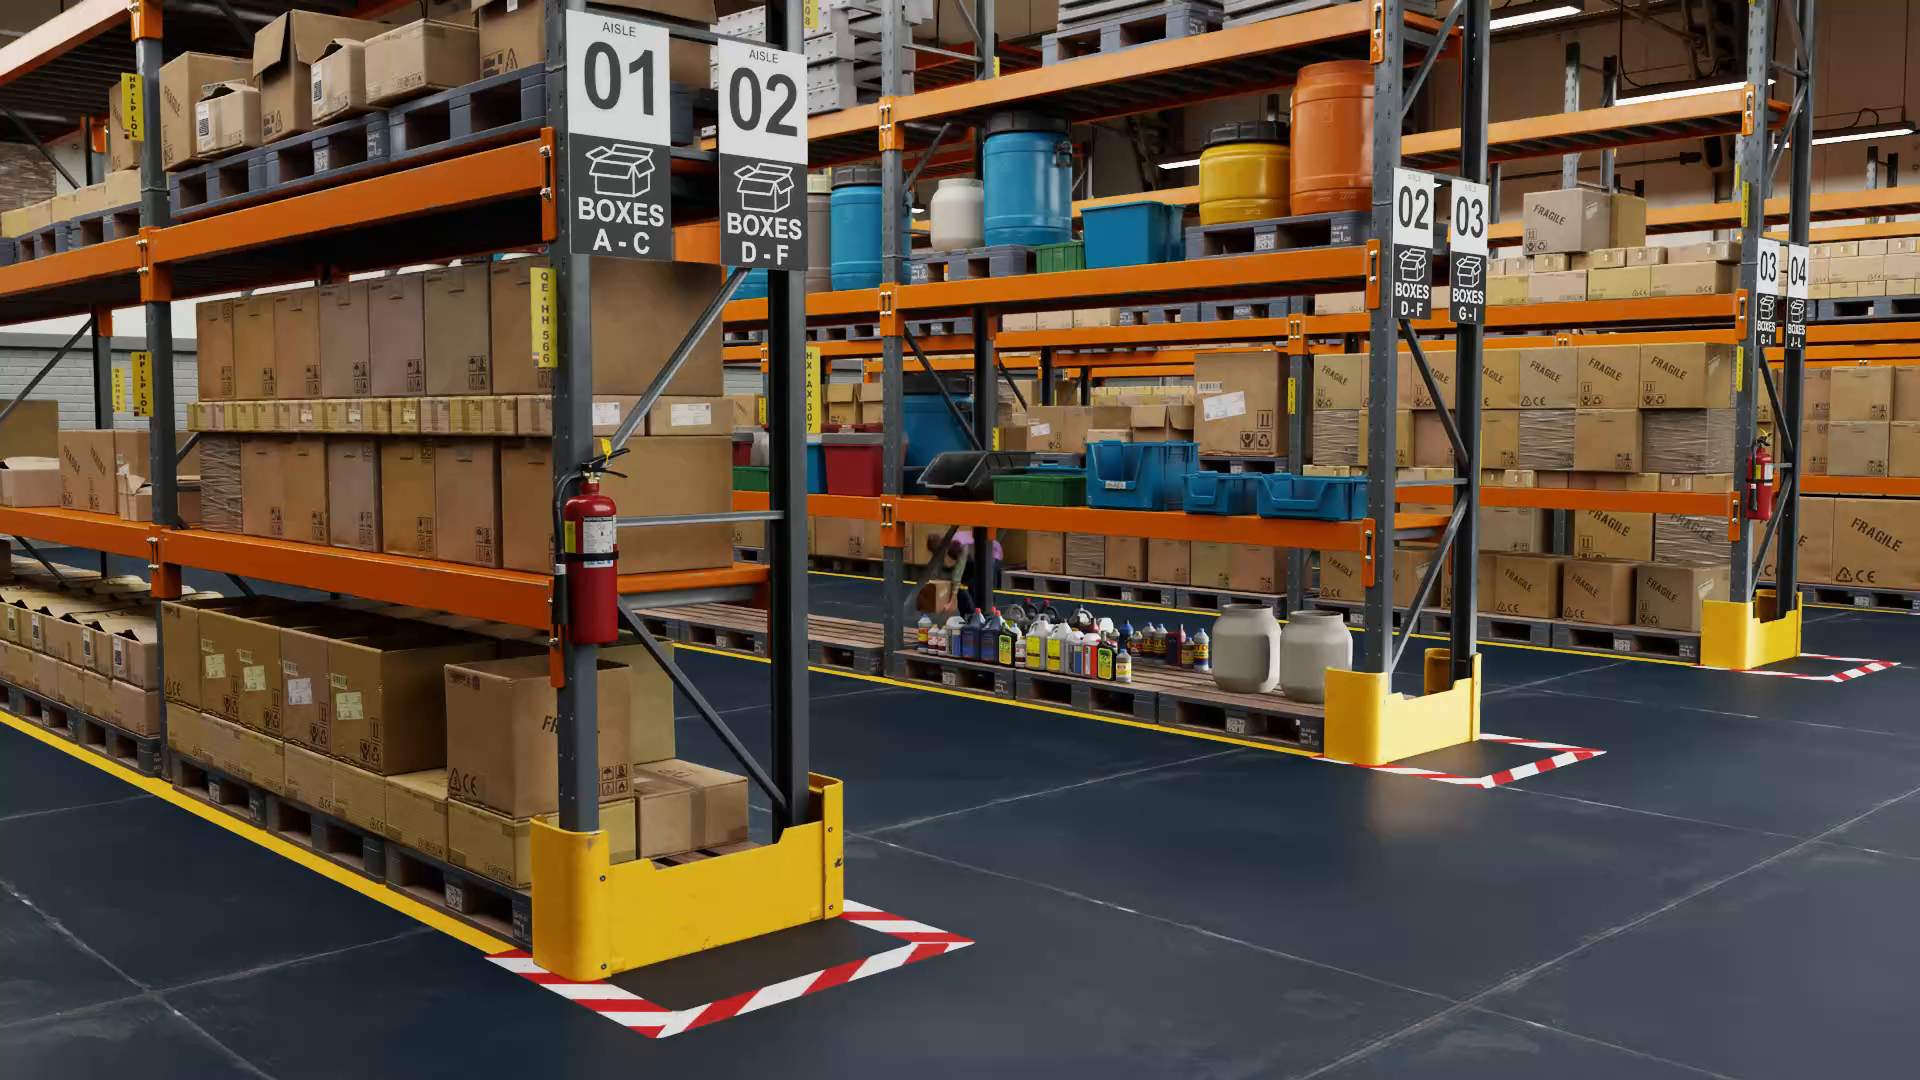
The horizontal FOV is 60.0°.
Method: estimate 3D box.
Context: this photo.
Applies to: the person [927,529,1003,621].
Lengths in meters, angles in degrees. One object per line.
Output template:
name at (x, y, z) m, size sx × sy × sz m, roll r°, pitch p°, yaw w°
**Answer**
person at (0.021, 0.371, 14.353) m, size 0.420 × 0.918 × 0.862 m, roll 4°, pitch 6°, yaw 43°
